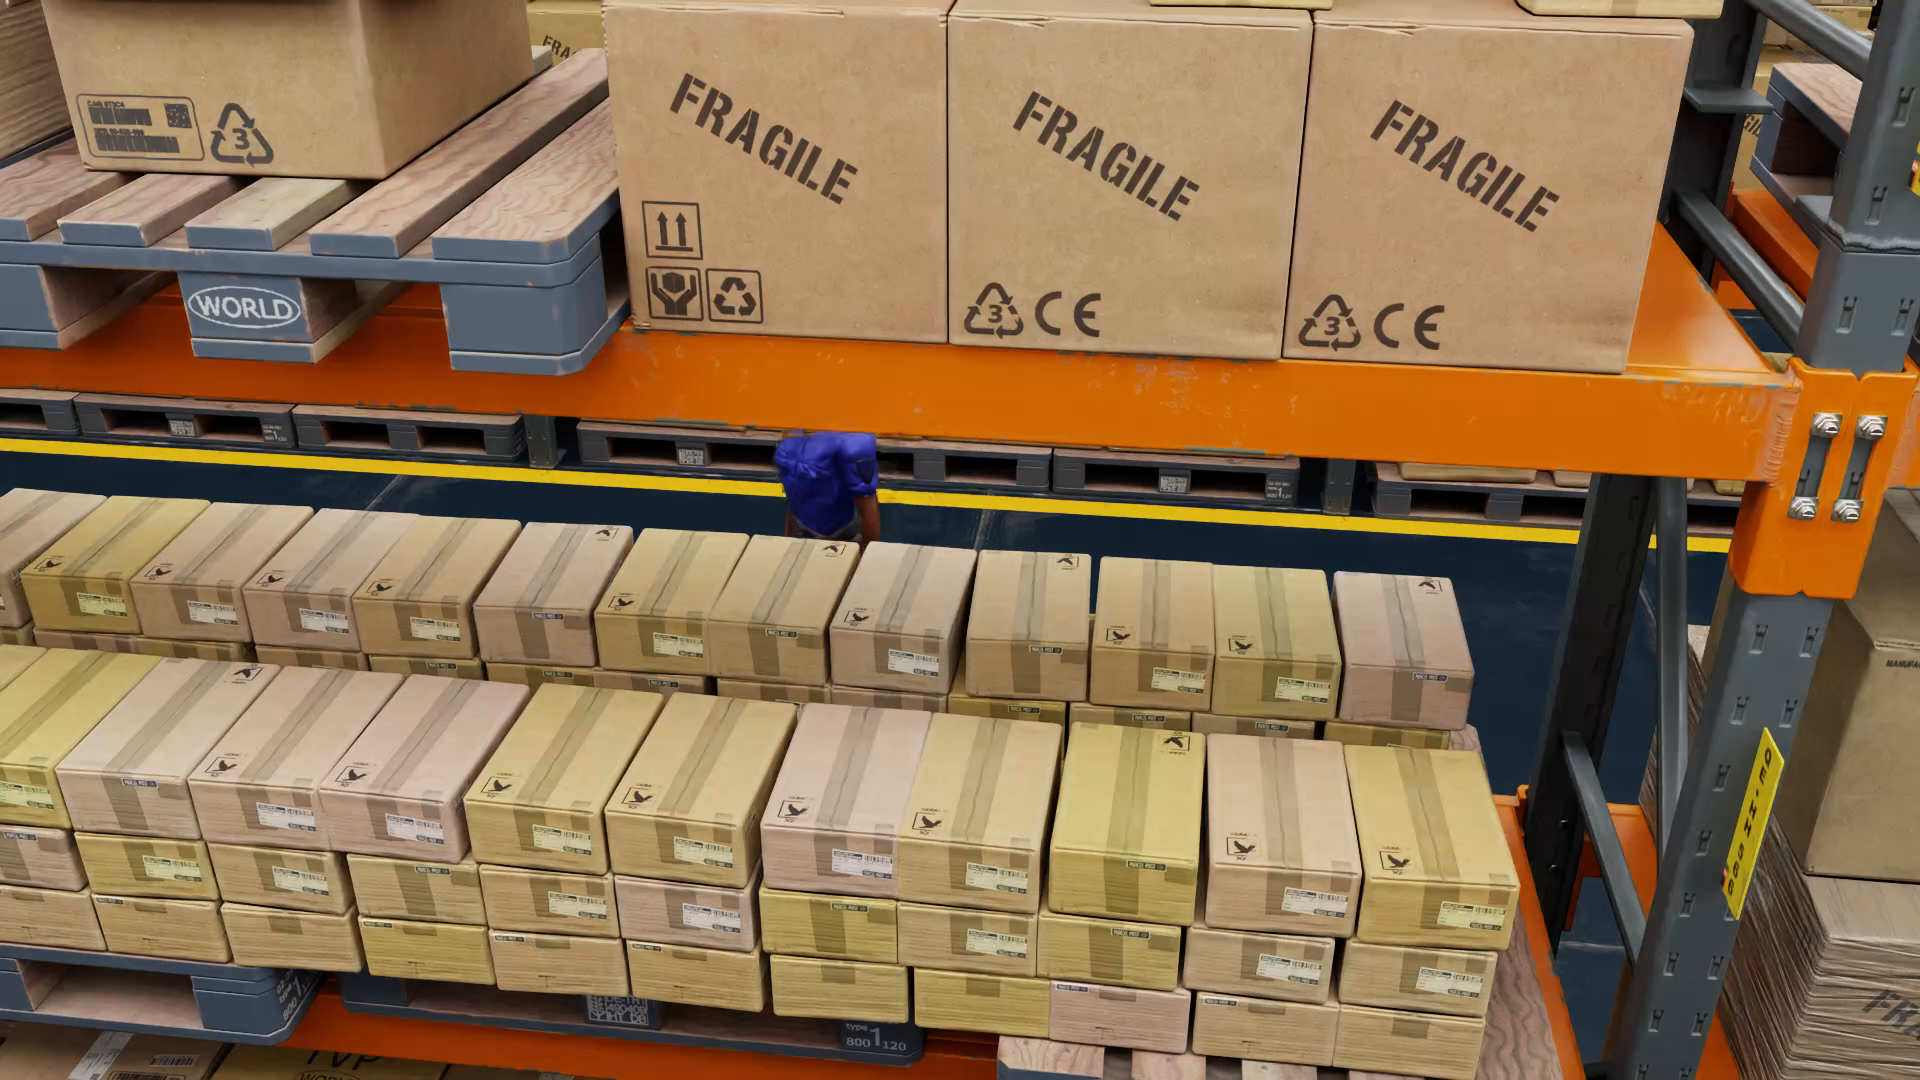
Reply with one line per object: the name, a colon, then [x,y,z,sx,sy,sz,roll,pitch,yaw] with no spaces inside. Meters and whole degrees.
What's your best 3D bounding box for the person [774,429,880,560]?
person: [-0.455,0.083,5.994,0.331,1.710,0.483,-19,34,-31]
